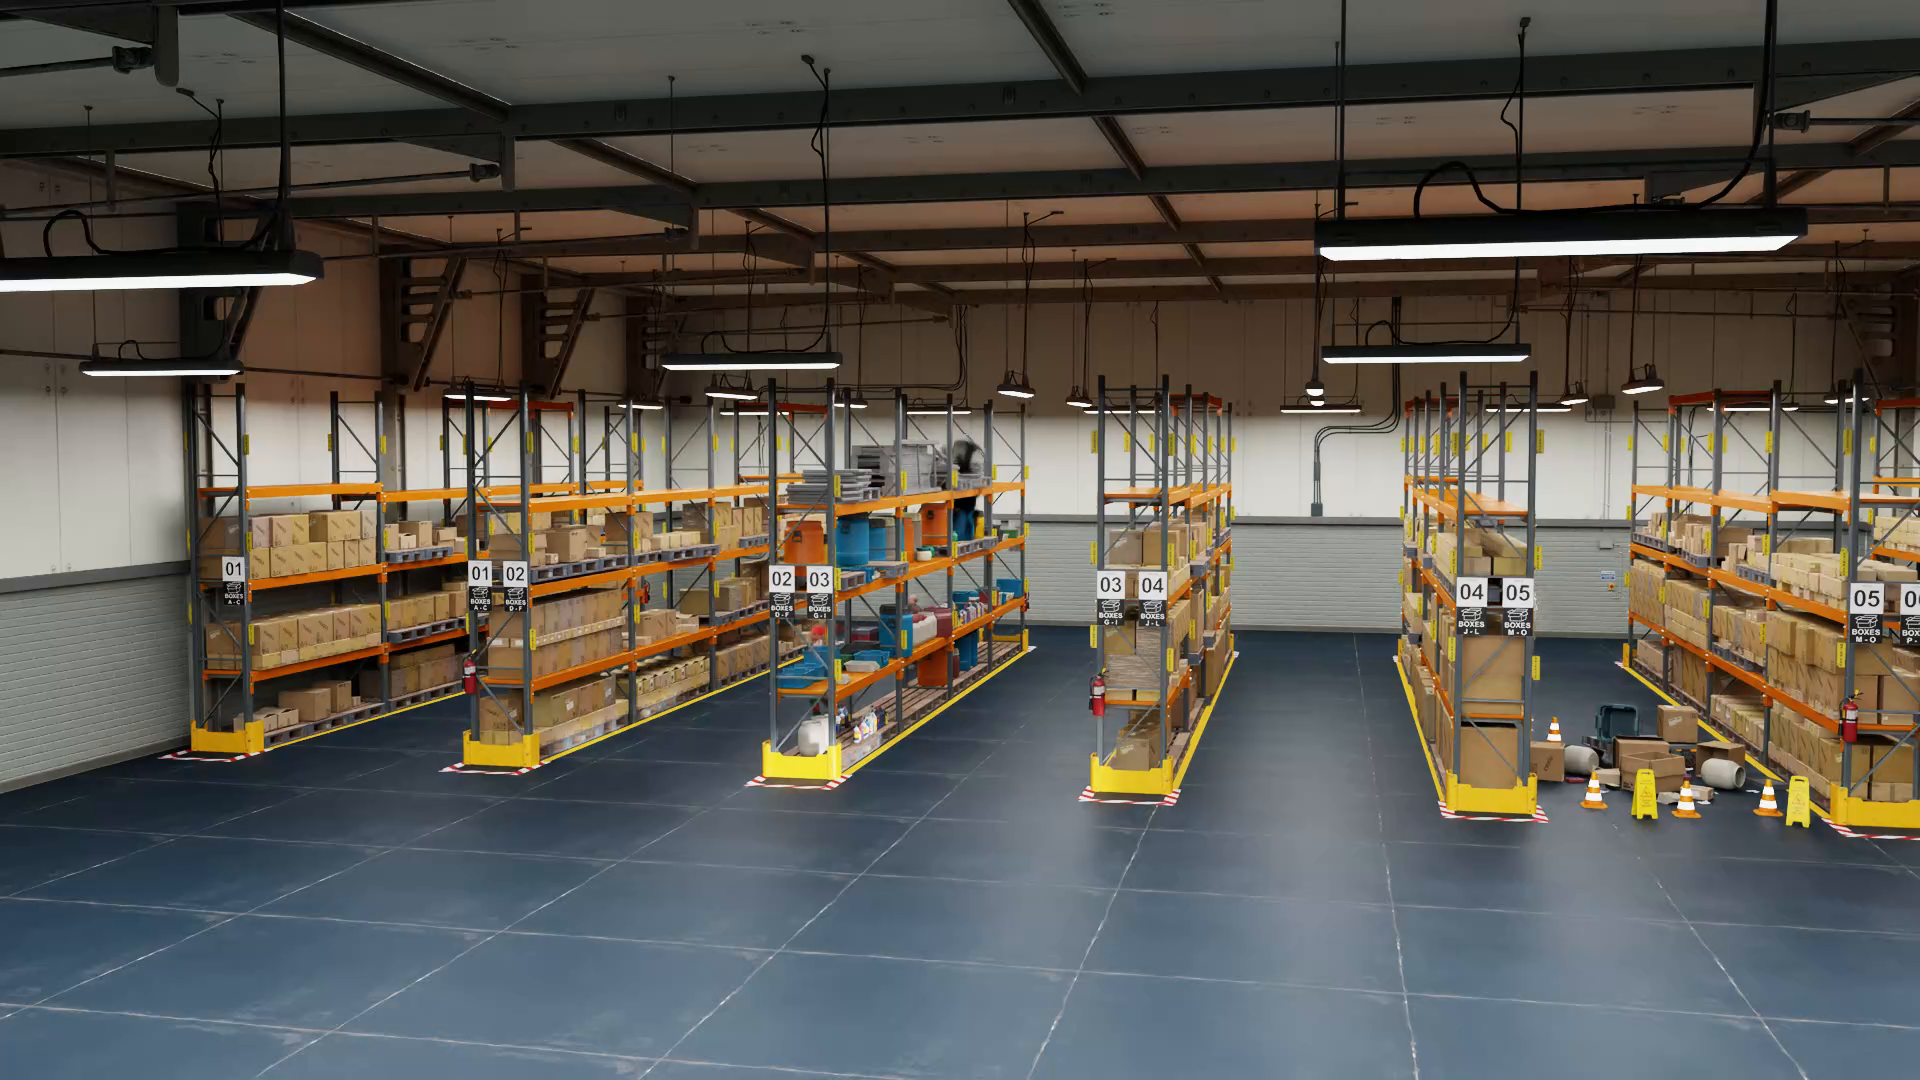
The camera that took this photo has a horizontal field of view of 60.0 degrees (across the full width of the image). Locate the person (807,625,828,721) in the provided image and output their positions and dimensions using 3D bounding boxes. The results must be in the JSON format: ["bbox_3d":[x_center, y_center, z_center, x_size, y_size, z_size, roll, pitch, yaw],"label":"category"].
[{"bbox_3d":[-2.519,2.402,29.902,0.640,1.769,0.752,-1,3,-14],"label":"person"}]

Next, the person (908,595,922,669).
[{"bbox_3d":[-0.984,2.059,37.234,0.651,1.703,0.811,-2,4,-35],"label":"person"}]

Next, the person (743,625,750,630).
[{"bbox_3d":[-5.482,1.853,41.231,0.688,1.589,0.915,0,3,-5],"label":"person"}]
